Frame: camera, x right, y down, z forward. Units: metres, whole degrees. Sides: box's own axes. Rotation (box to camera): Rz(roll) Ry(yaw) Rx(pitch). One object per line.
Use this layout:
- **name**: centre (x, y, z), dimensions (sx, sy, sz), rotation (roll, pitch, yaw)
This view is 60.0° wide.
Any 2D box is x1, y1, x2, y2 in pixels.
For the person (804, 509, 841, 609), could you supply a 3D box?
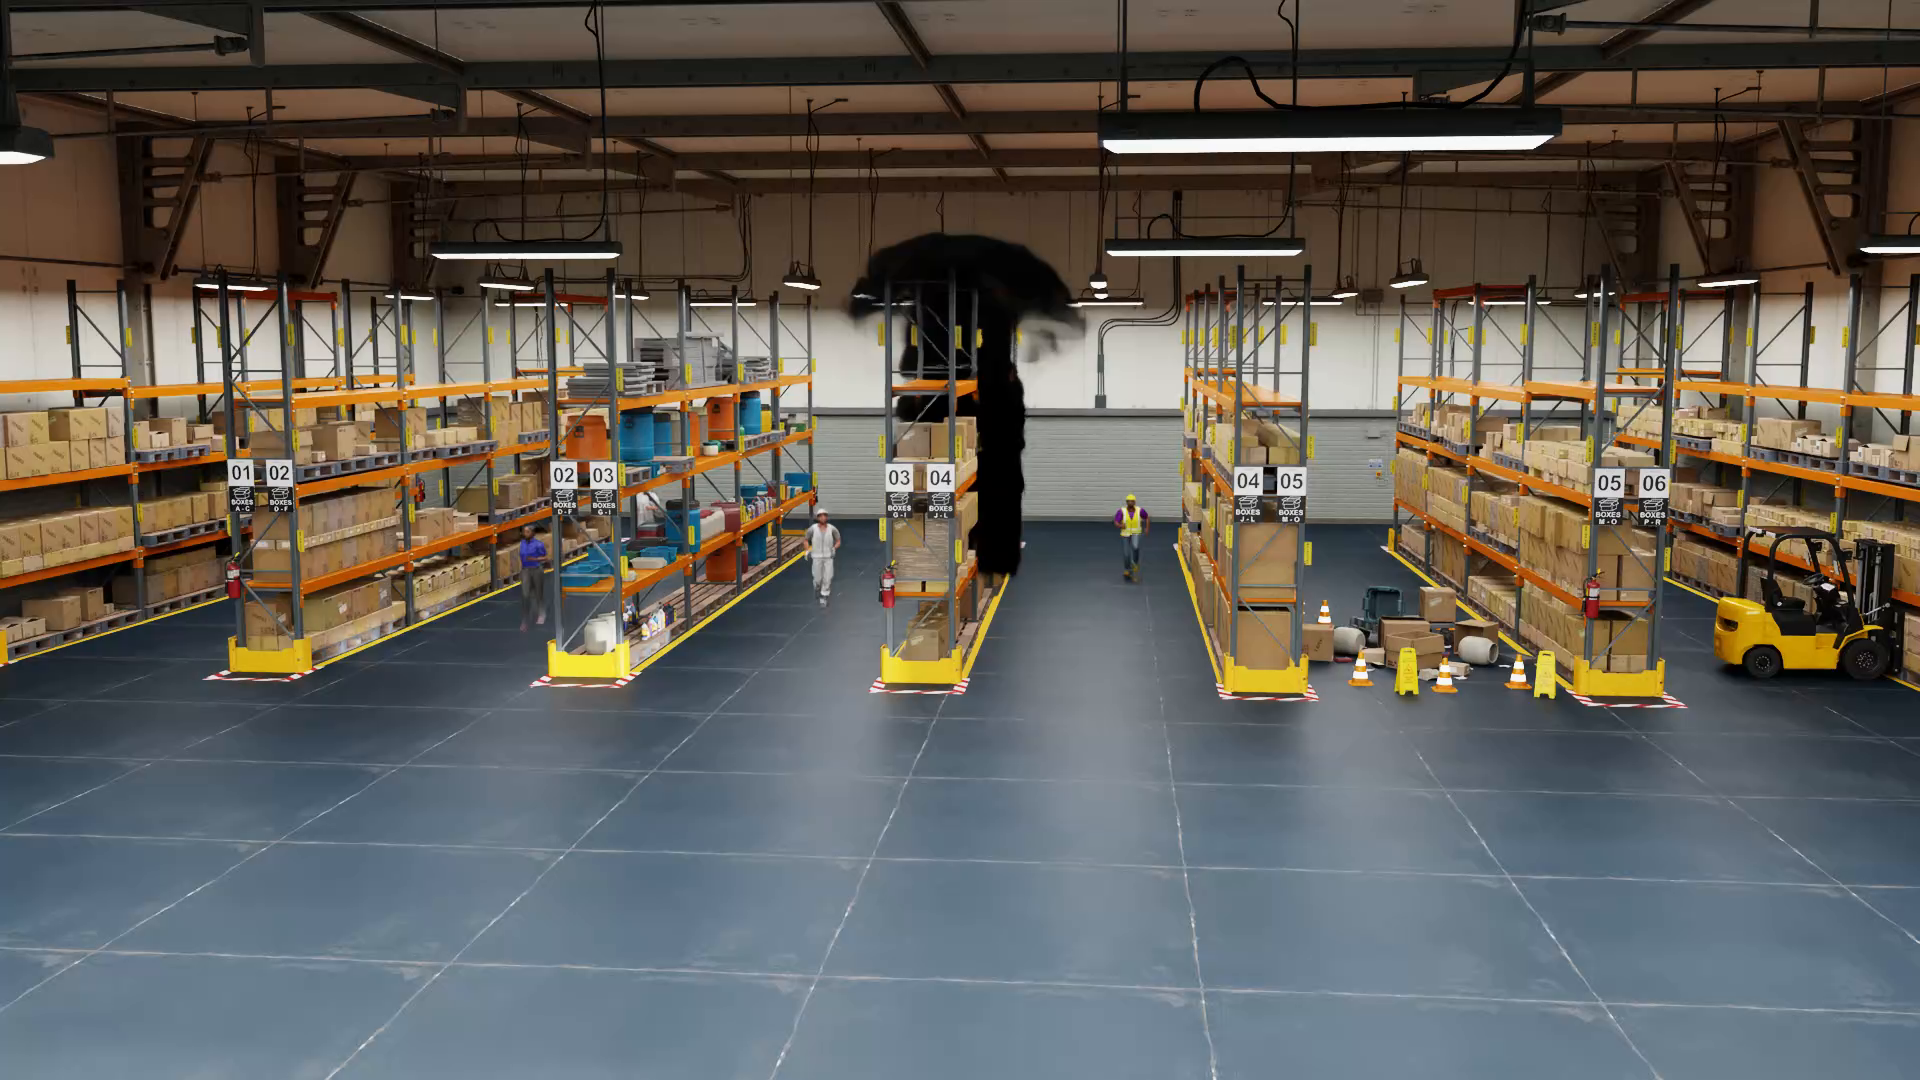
- **person**: centre (-2.394, 0.324, 29.048), dimensions (0.658, 1.749, 0.600), rotation (-1, 7, -8)

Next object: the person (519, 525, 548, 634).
- **person**: centre (-6.949, 0.630, 27.124), dimensions (0.553, 1.694, 0.745), rotation (1, 7, 9)

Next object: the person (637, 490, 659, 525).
- **person**: centre (-7.152, -0.455, 37.842), dimensions (0.627, 1.837, 0.852), rotation (-1, 7, -8)

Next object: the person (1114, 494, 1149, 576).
- **person**: centre (3.534, -0.085, 34.326), dimensions (0.724, 1.725, 0.803), rotation (1, 7, 7)
